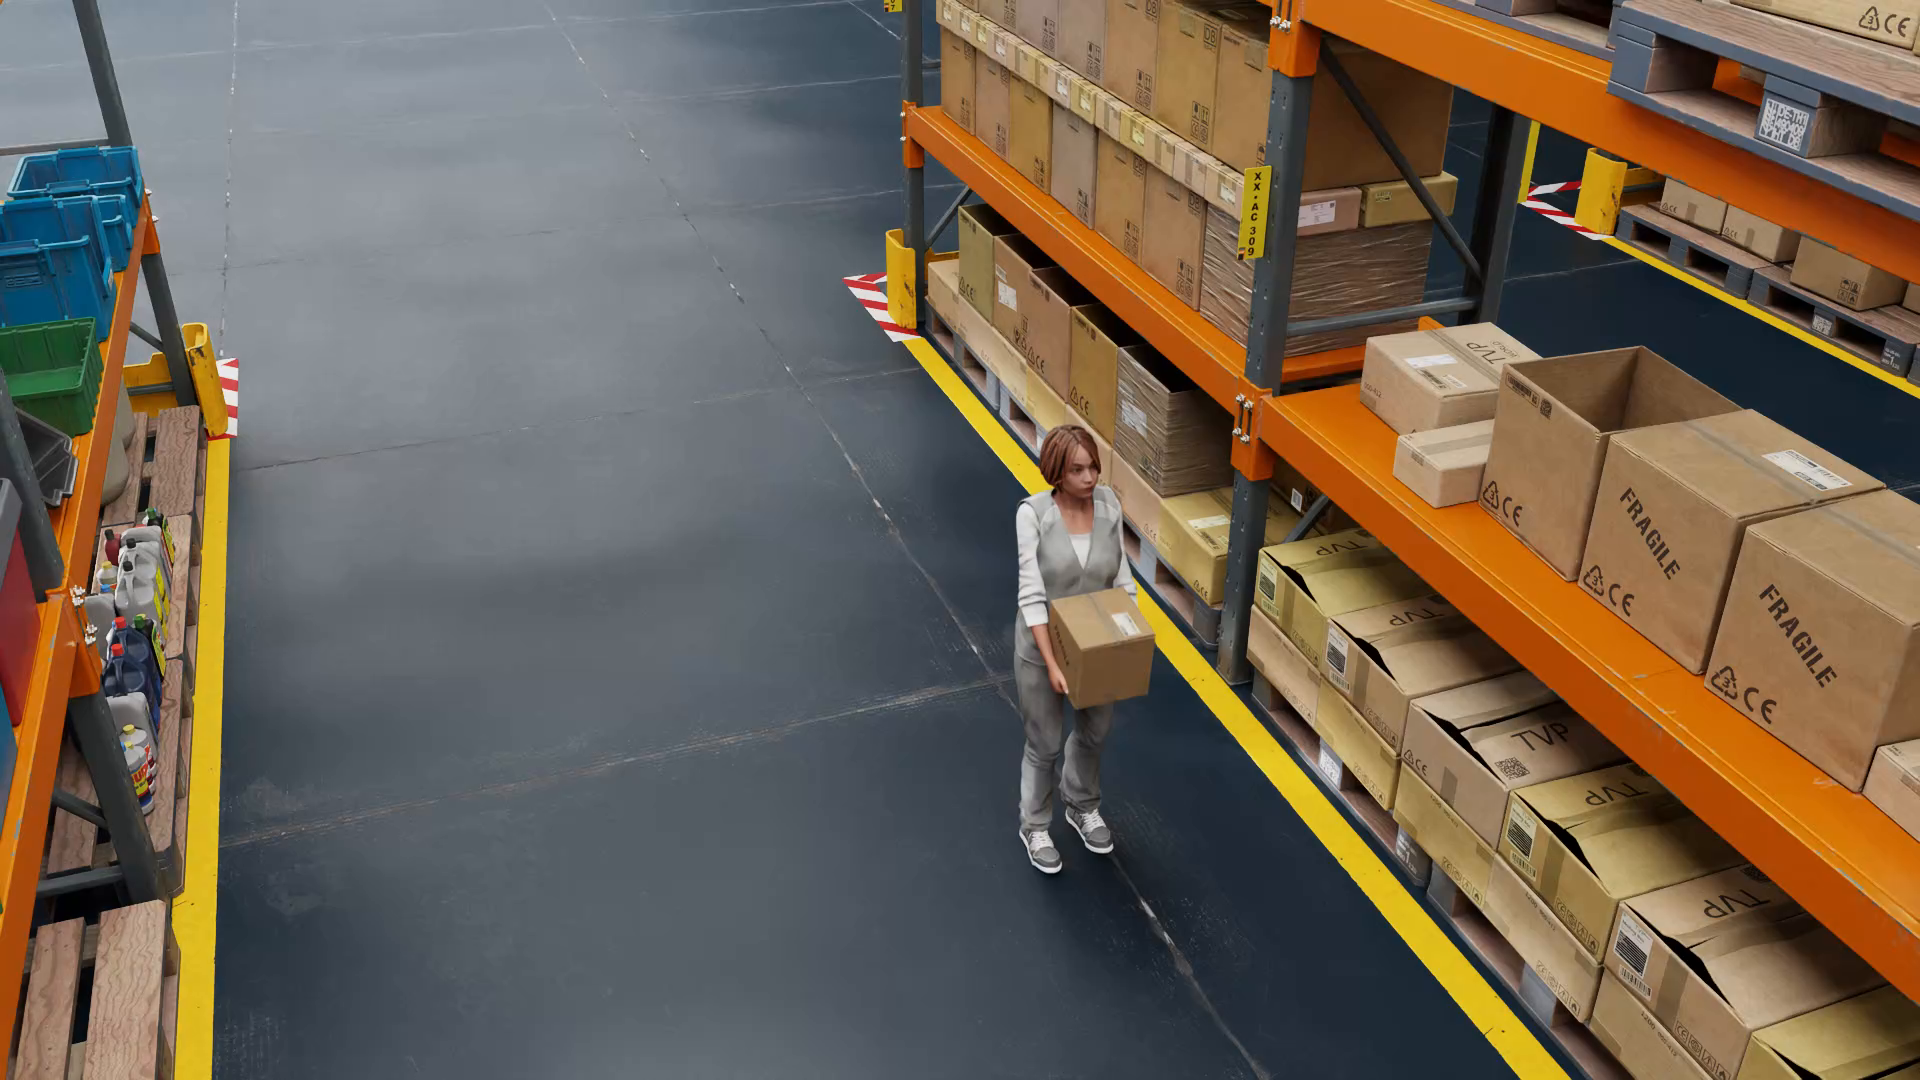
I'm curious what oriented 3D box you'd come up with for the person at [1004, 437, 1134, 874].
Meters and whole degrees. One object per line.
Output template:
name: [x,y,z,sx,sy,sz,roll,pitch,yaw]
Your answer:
person: [0.358,0.362,5.520,0.486,1.592,0.346,-13,33,-20]
